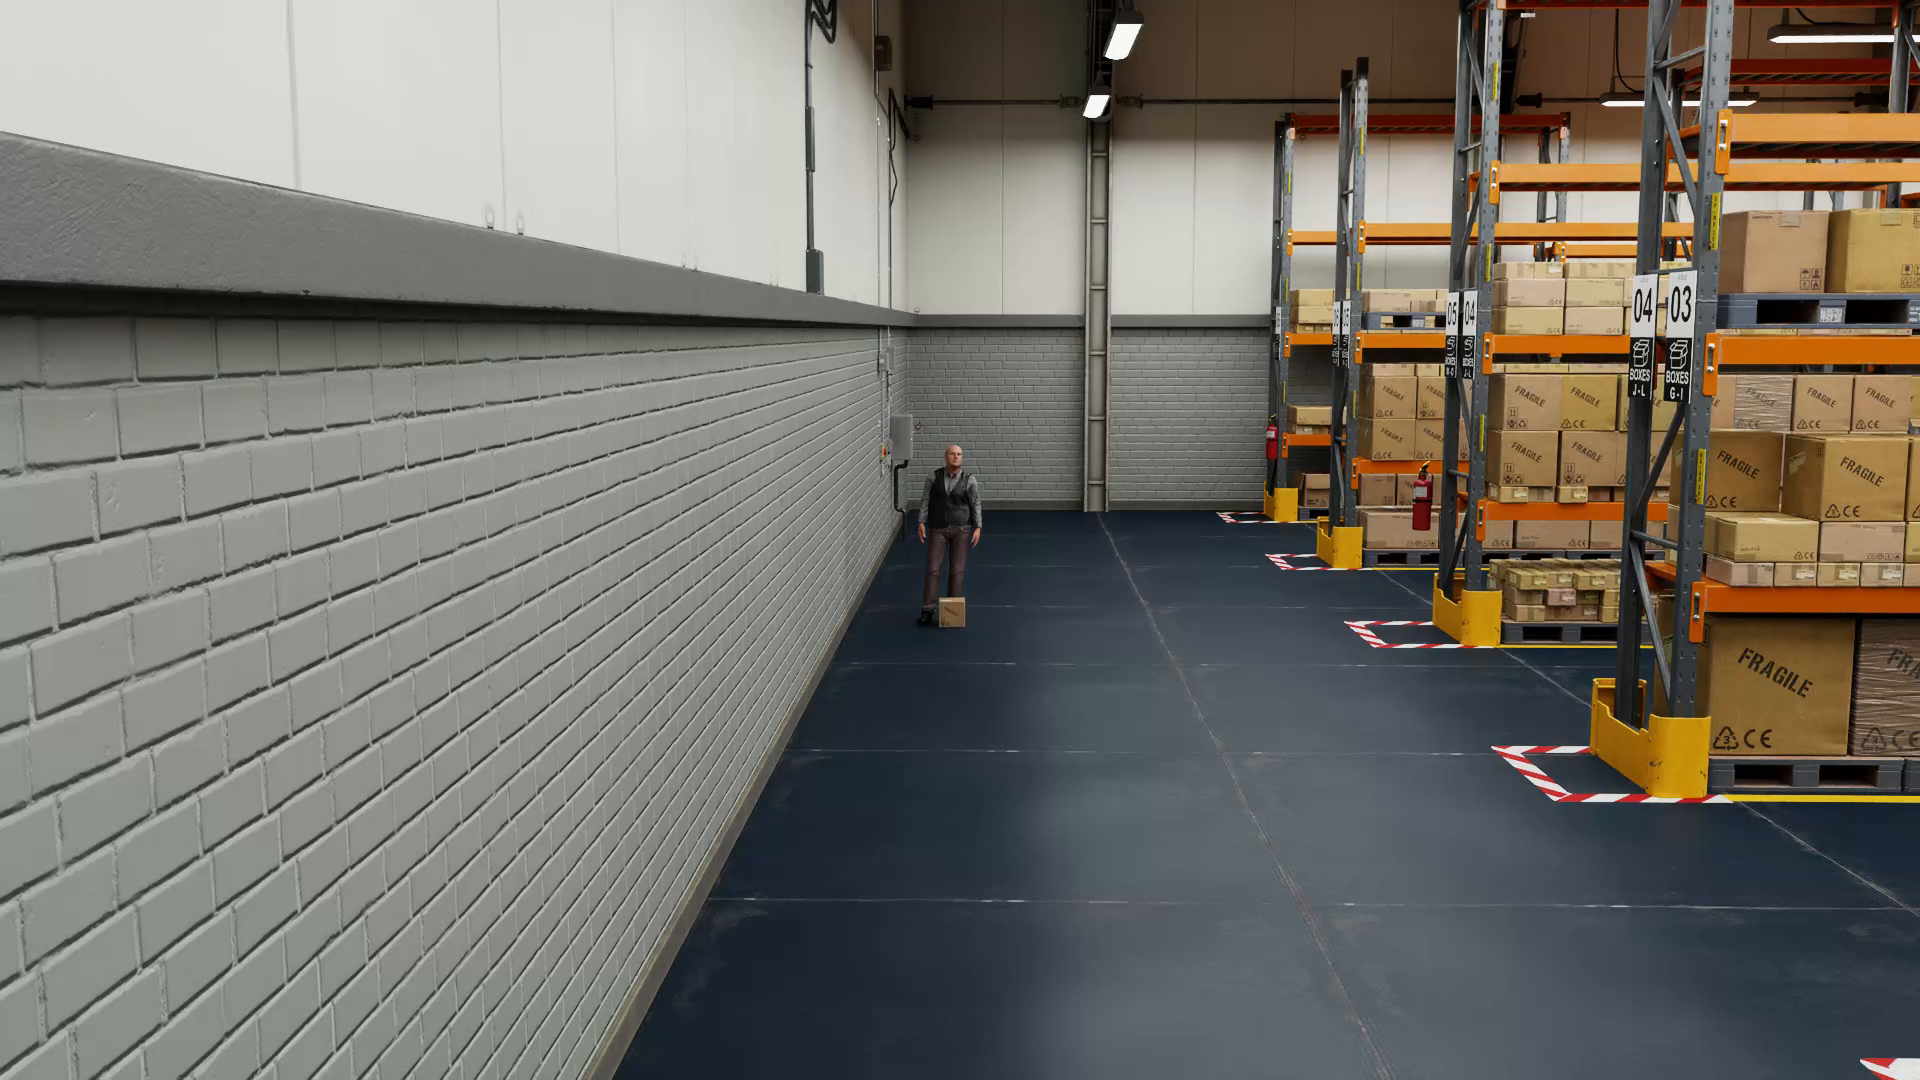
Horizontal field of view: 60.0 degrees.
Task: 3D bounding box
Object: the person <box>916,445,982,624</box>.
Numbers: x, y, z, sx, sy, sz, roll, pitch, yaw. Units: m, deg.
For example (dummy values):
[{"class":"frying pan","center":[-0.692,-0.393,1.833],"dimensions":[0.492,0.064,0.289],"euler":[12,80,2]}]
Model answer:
[{"class":"person","center":[-0.106,-0.063,16.293],"dimensions":[0.632,1.721,0.551],"euler":[0,7,1]}]
